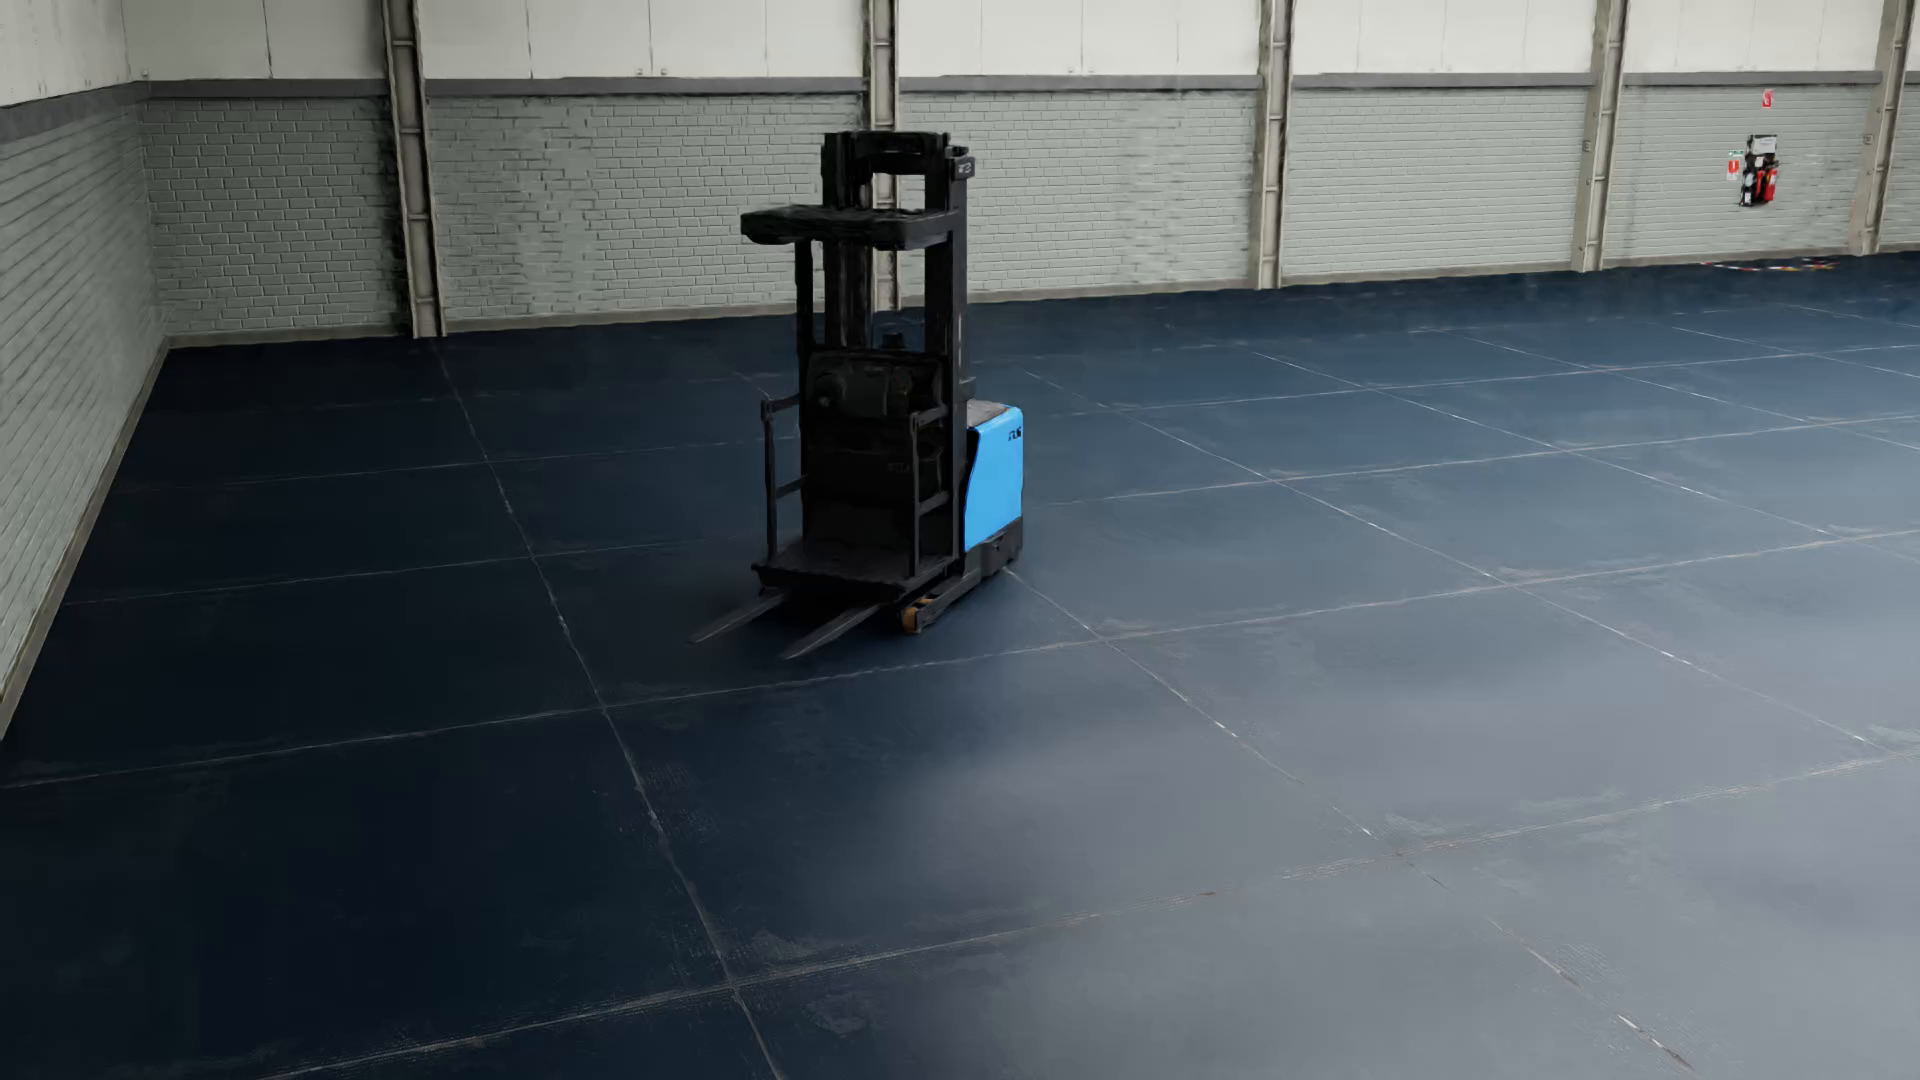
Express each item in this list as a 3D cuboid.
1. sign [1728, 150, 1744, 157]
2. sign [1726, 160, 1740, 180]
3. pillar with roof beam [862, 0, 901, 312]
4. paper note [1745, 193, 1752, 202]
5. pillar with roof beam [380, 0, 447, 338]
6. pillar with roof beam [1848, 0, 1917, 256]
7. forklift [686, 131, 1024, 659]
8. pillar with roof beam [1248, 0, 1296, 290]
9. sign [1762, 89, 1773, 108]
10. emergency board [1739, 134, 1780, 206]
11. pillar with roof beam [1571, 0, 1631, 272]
[{"bbox_3d":[12.895,-6.423,27.642,0.331,0.109,0.001,-6,17,-20],"label":"sign"},{"bbox_3d":[12.888,-6.170,27.723,0.234,0.329,0.001,-6,17,-20],"label":"sign"},{"bbox_3d":[0.494,-6.352,17.757,0.400,9.000,9.100,-6,17,-20],"label":"pillar with roof beam"},{"bbox_3d":[13.251,-5.759,27.950,0.142,0.148,0.016,-6,17,-20],"label":"paper note"},{"bbox_3d":[-5.108,-5.747,15.697,0.400,9.000,9.100,-6,17,-20],"label":"pillar with roof beam"},{"bbox_3d":[17.303,-8.167,23.937,0.400,9.000,9.100,-6,17,-20],"label":"pillar with roof beam"},{"bbox_3d":[-0.621,-0.971,10.204,1.130,2.935,3.031,7,18,23],"label":"forklift"},{"bbox_3d":[6.097,-6.957,19.817,0.400,9.000,9.100,-6,17,-20],"label":"pillar with roof beam"},{"bbox_3d":[13.398,-7.319,27.585,0.199,0.298,0.001,-6,17,-20],"label":"sign"},{"bbox_3d":[13.441,-6.182,27.825,0.643,1.169,0.194,-6,17,-20],"label":"emergency board"},{"bbox_3d":[11.700,-7.562,21.877,0.400,9.000,9.100,-6,17,-20],"label":"pillar with roof beam"}]
